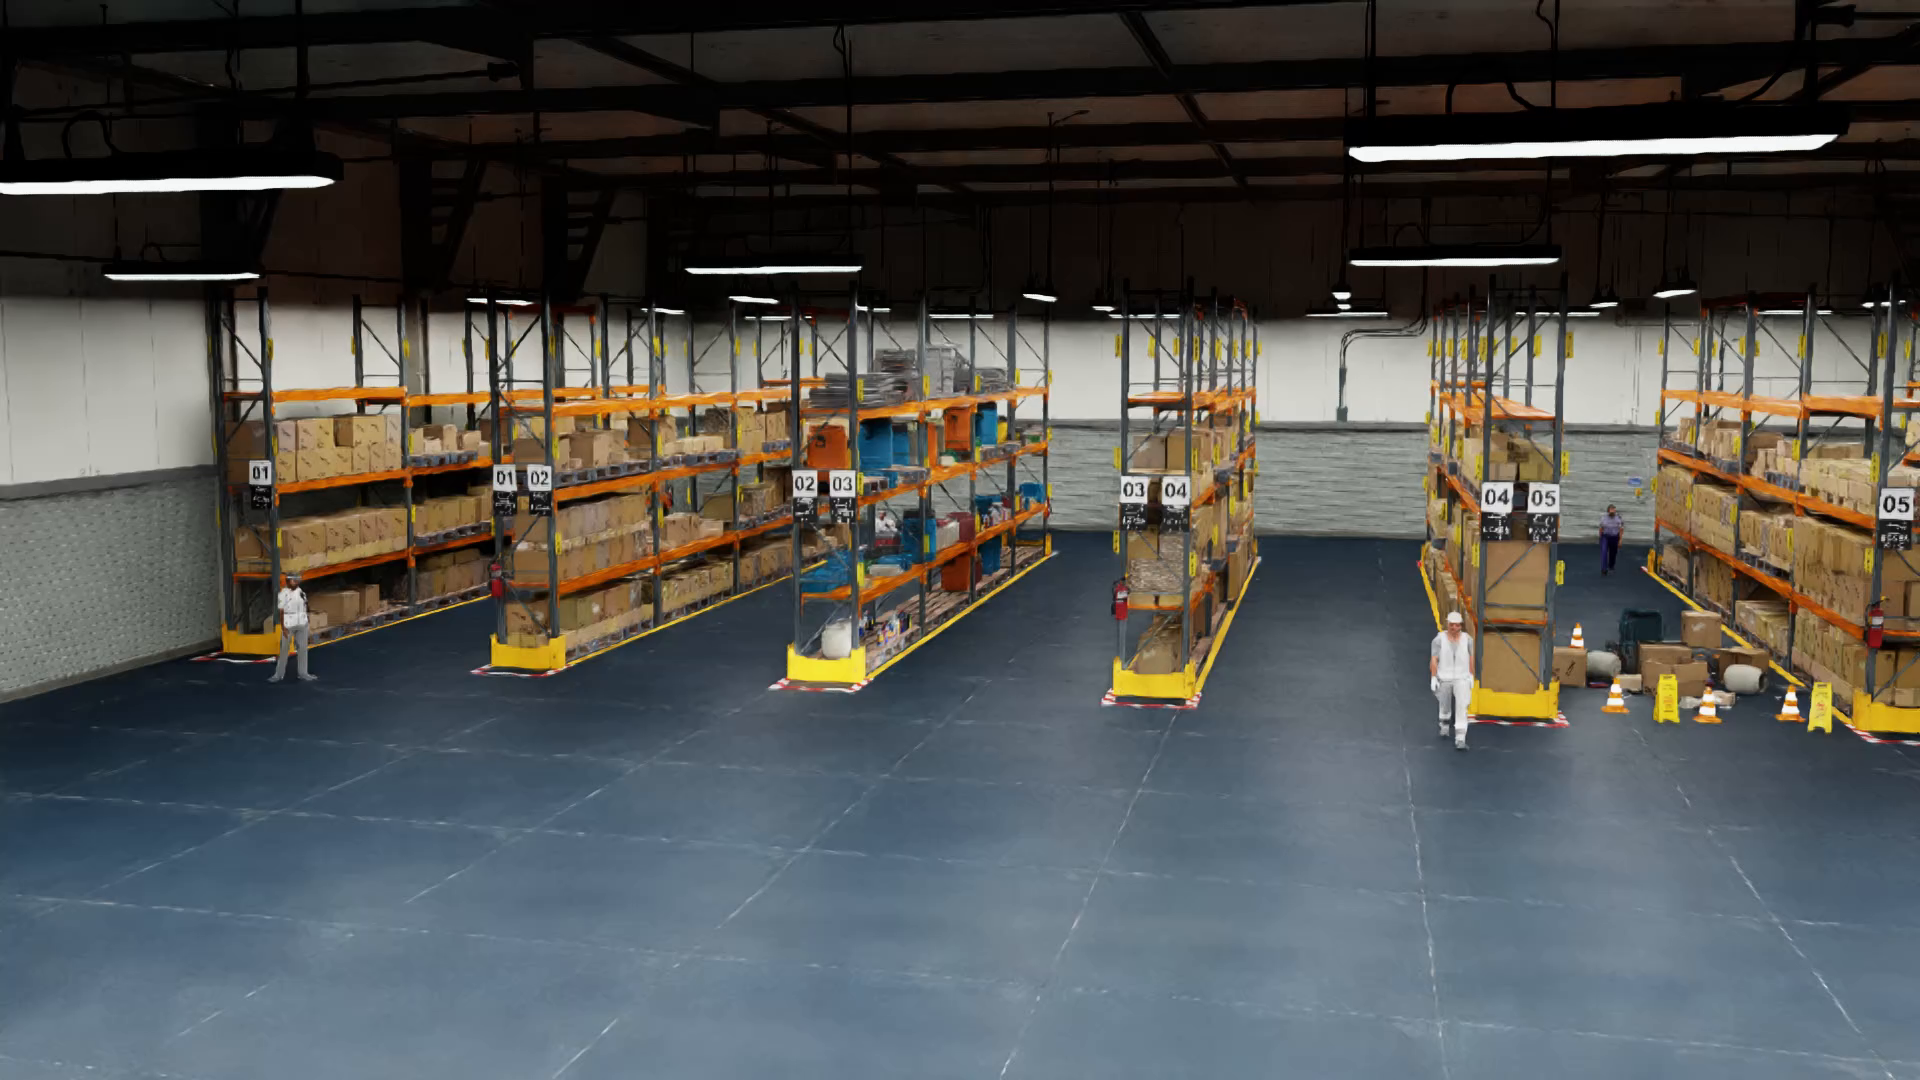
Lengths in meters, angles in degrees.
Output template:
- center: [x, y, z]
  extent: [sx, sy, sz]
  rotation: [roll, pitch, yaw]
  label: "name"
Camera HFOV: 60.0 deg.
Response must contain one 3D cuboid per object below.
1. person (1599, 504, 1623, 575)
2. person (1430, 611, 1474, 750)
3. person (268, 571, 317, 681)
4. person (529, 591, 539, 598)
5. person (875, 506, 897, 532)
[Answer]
- center: [14.447, -0.027, 36.907]
  extent: [0.481, 1.565, 1.094]
  rotation: [2, 7, 16]
  label: "person"
- center: [6.210, 1.735, 20.978]
  extent: [0.553, 1.709, 1.123]
  rotation: [2, 7, 15]
  label: "person"
- center: [-10.110, 1.300, 25.065]
  extent: [0.439, 1.677, 0.649]
  rotation: [6, 9, 43]
  label: "person"
- center: [-7.570, 0.804, 29.995]
  extent: [0.551, 1.541, 0.519]
  rotation: [1, 7, 11]
  label: "person"
- center: [-1.667, 0.053, 36.149]
  extent: [0.639, 1.628, 0.512]
  rotation: [1, 7, 11]
  label: "person"
